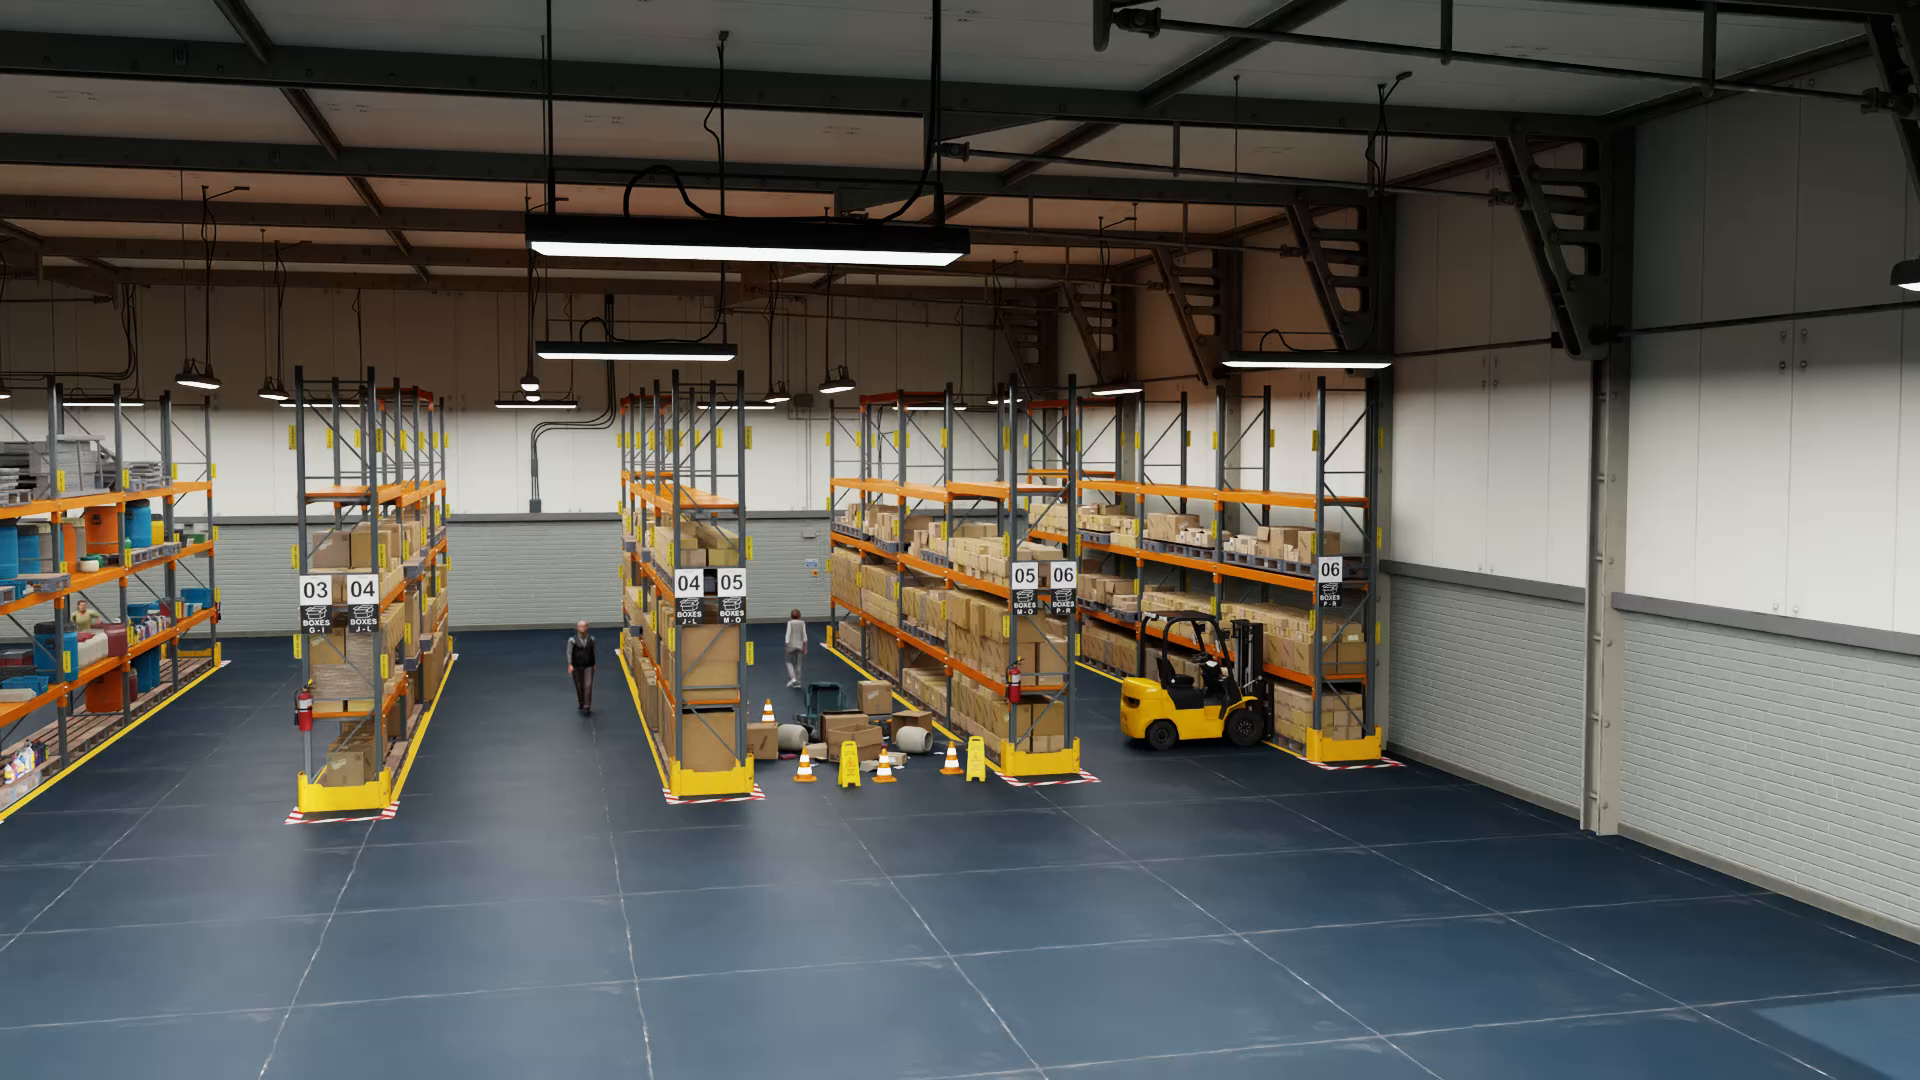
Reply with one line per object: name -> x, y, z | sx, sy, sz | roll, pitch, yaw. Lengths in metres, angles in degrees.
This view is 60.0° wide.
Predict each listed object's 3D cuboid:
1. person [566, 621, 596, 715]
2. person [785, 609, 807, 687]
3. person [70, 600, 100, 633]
person -> -6.948, 2.329, 30.443 | 0.508, 1.666, 1.015 | 0, 3, -7
person -> -3.297, 2.194, 33.582 | 0.446, 1.601, 0.430 | -1, 4, -18
person -> -18.971, 2.065, 36.068 | 0.540, 1.578, 0.690 | 0, 3, -3
